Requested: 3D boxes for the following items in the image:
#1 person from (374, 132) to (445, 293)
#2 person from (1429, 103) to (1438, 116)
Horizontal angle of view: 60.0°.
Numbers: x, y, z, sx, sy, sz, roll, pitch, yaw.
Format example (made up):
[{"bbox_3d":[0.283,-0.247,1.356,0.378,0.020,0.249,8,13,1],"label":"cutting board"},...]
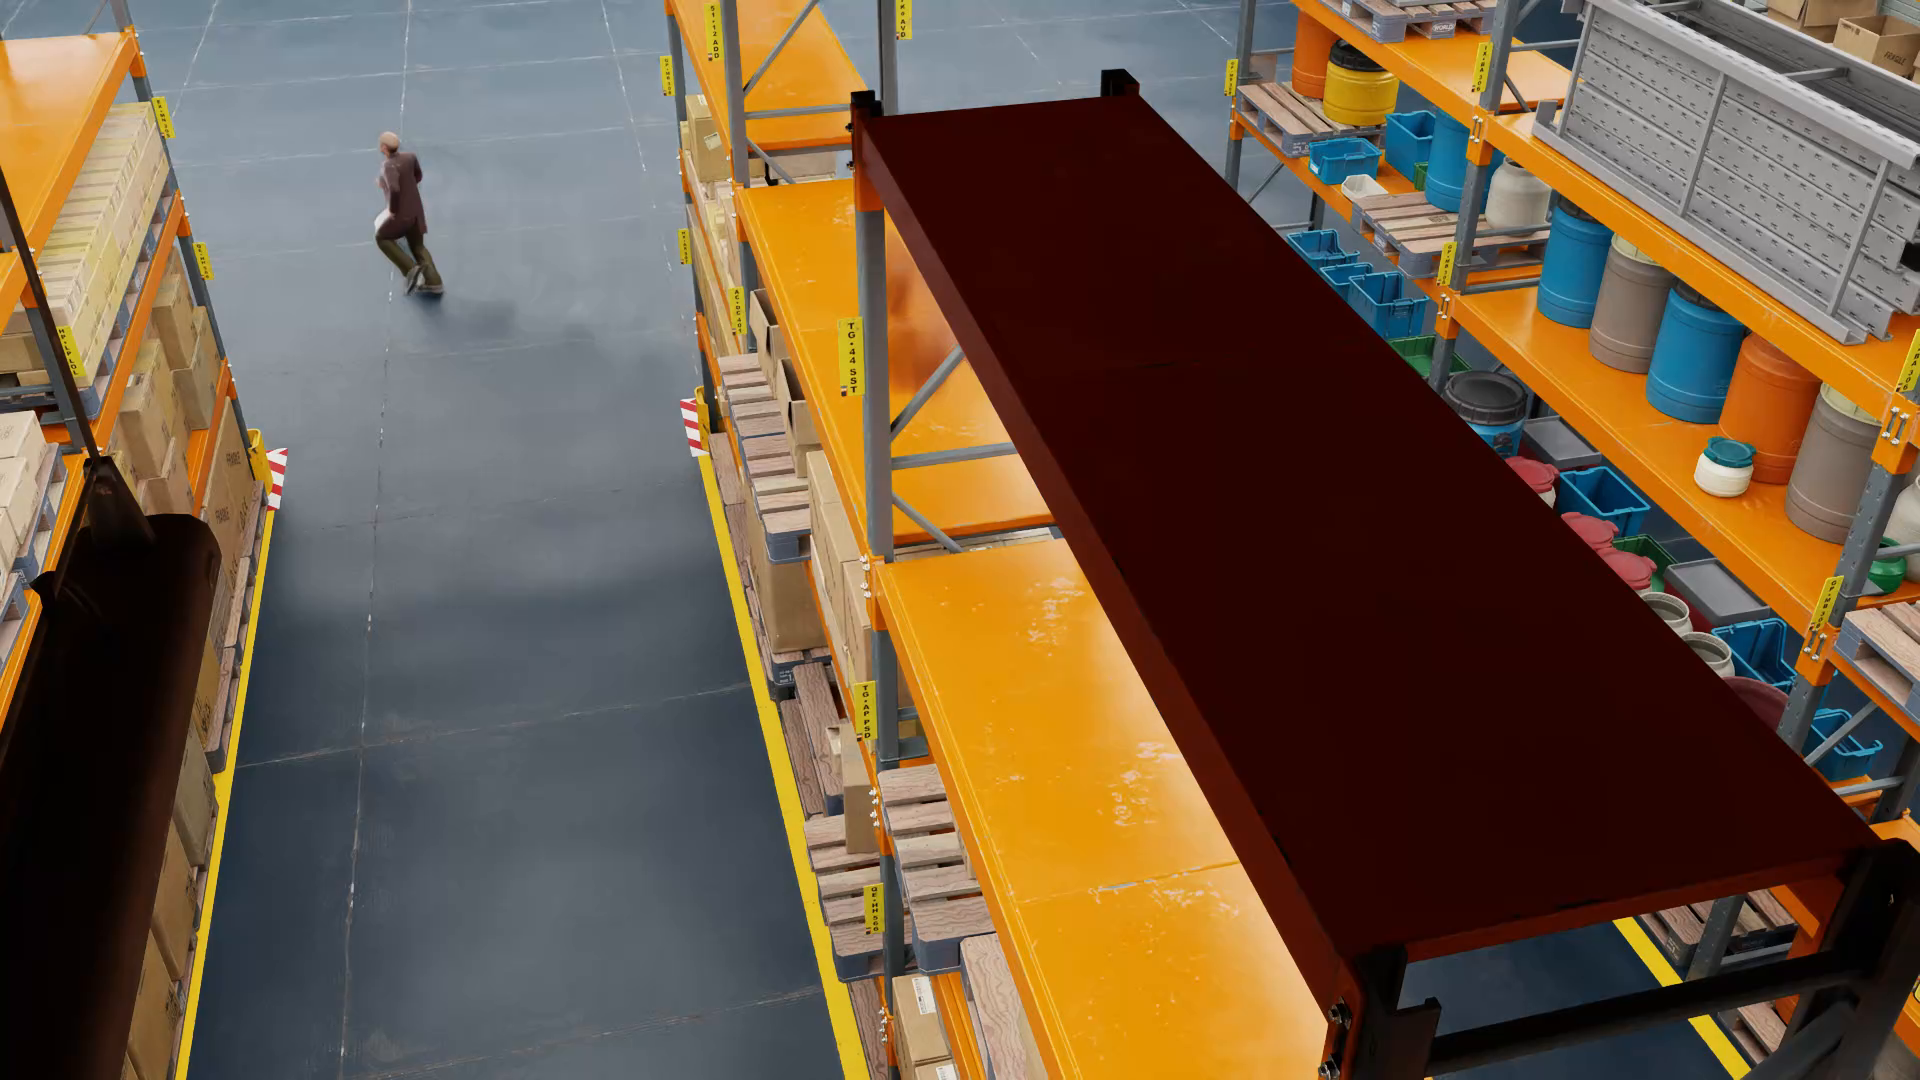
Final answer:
[{"bbox_3d":[-5.879,-3.375,17.634,0.757,1.544,0.702,15,37,21],"label":"person"},{"bbox_3d":[5.271,-4.177,18.734,0.576,1.642,0.613,7,35,10],"label":"person"}]
